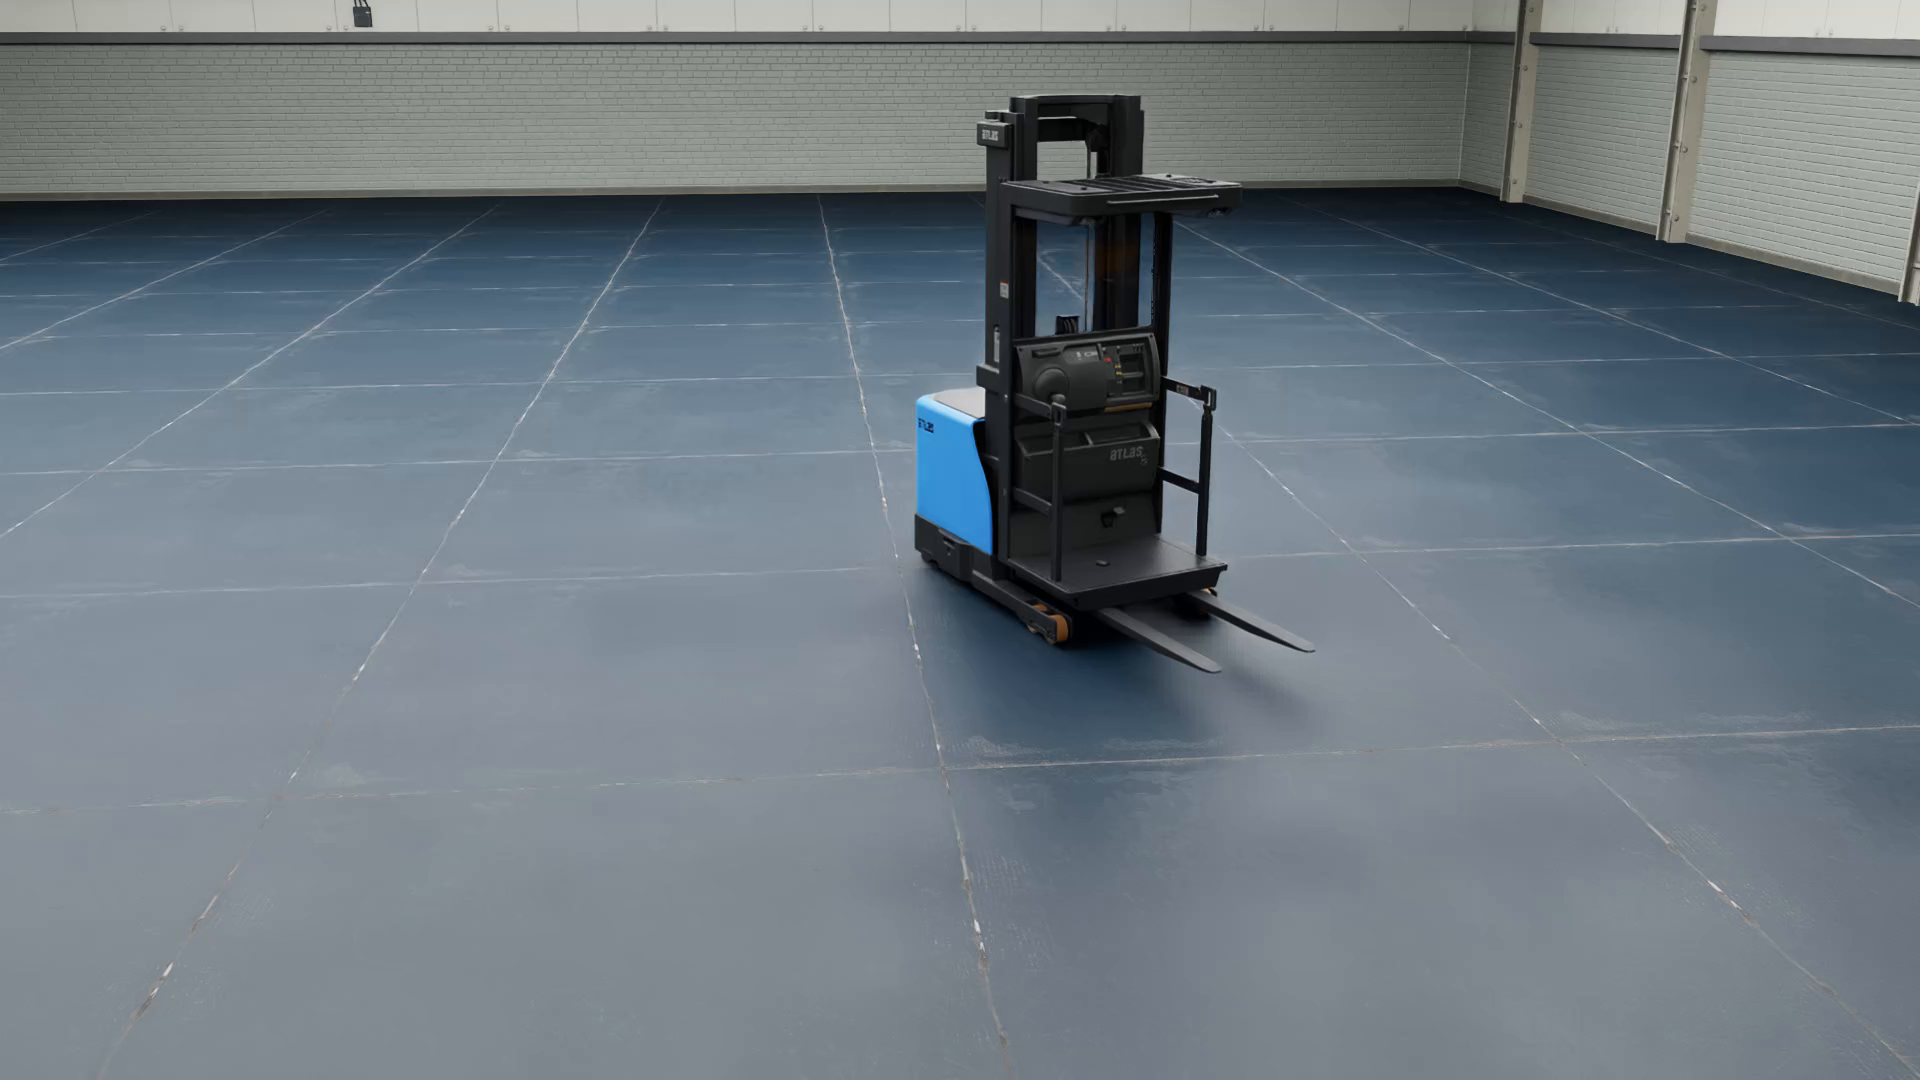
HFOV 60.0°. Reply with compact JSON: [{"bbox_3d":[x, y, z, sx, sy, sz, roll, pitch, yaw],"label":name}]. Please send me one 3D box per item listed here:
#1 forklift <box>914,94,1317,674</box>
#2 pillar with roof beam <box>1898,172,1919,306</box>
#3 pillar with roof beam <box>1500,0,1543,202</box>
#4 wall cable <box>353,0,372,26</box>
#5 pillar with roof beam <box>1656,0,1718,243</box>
[{"bbox_3d":[0.845,-0.969,9.370,1.130,2.935,3.031,-9,20,-27],"label":"forklift"},{"bbox_3d":[7.517,-7.071,18.677,9.100,9.000,0.400,-2,18,-6],"label":"pillar with roof beam"},{"bbox_3d":[6.279,-10.646,30.065,9.100,9.000,0.400,-2,18,-6],"label":"pillar with roof beam"},{"bbox_3d":[-10.315,-12.636,30.725,2.305,6.003,0.169,-2,18,-6],"label":"wall cable"},{"bbox_3d":[6.898,-8.859,24.371,9.100,9.000,0.400,-2,18,-6],"label":"pillar with roof beam"}]
